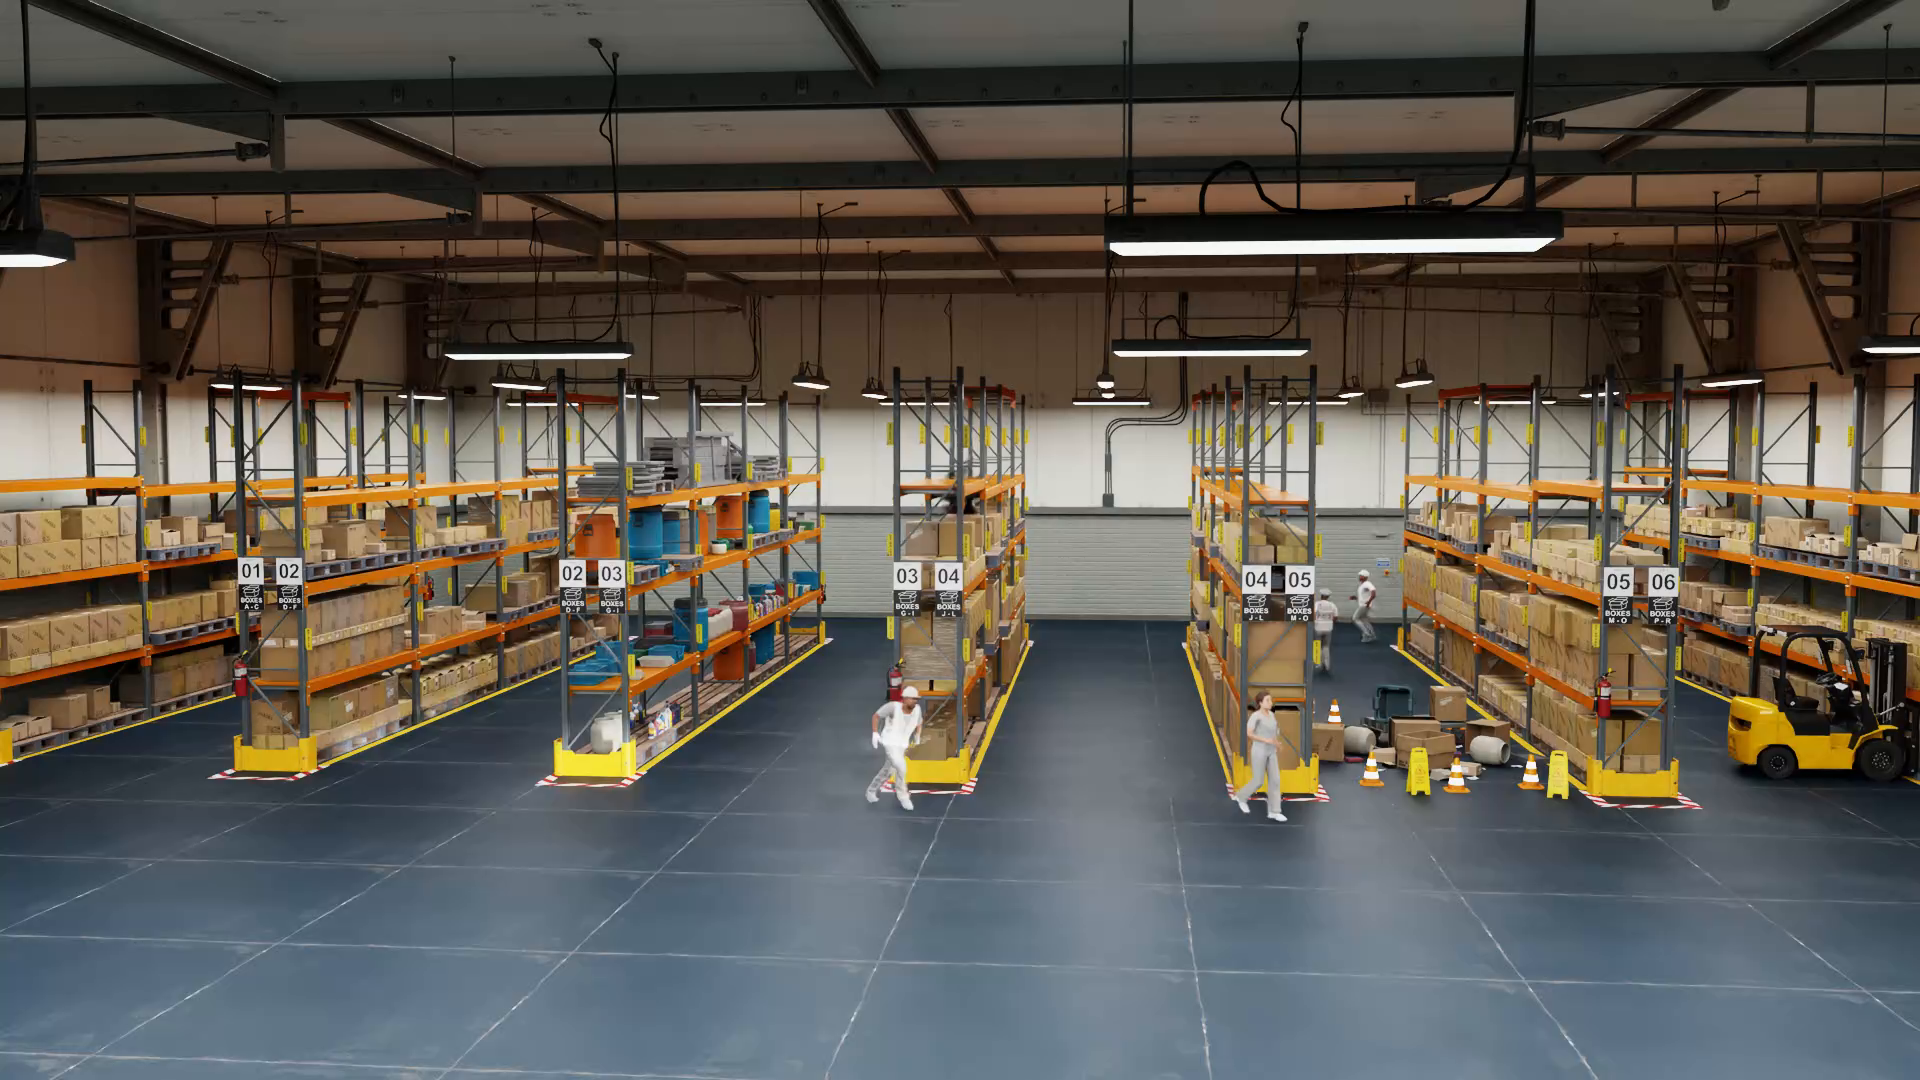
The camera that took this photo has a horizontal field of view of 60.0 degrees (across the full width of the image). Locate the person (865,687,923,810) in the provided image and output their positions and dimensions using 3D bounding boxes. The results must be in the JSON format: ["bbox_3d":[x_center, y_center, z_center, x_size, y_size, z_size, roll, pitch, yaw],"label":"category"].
[{"bbox_3d":[-0.898,2.776,22.540,0.717,1.651,0.934,-3,5,-40],"label":"person"}]

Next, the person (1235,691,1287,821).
[{"bbox_3d":[3.958,2.804,21.771,0.567,1.660,0.839,-3,4,-36],"label":"person"}]

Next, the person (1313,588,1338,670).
[{"bbox_3d":[7.773,1.912,35.718,0.672,1.759,0.629,0,4,-2],"label":"person"}]

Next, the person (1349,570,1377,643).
[{"bbox_3d":[9.801,1.626,40.435,0.680,1.783,0.727,1,4,11],"label":"person"}]
